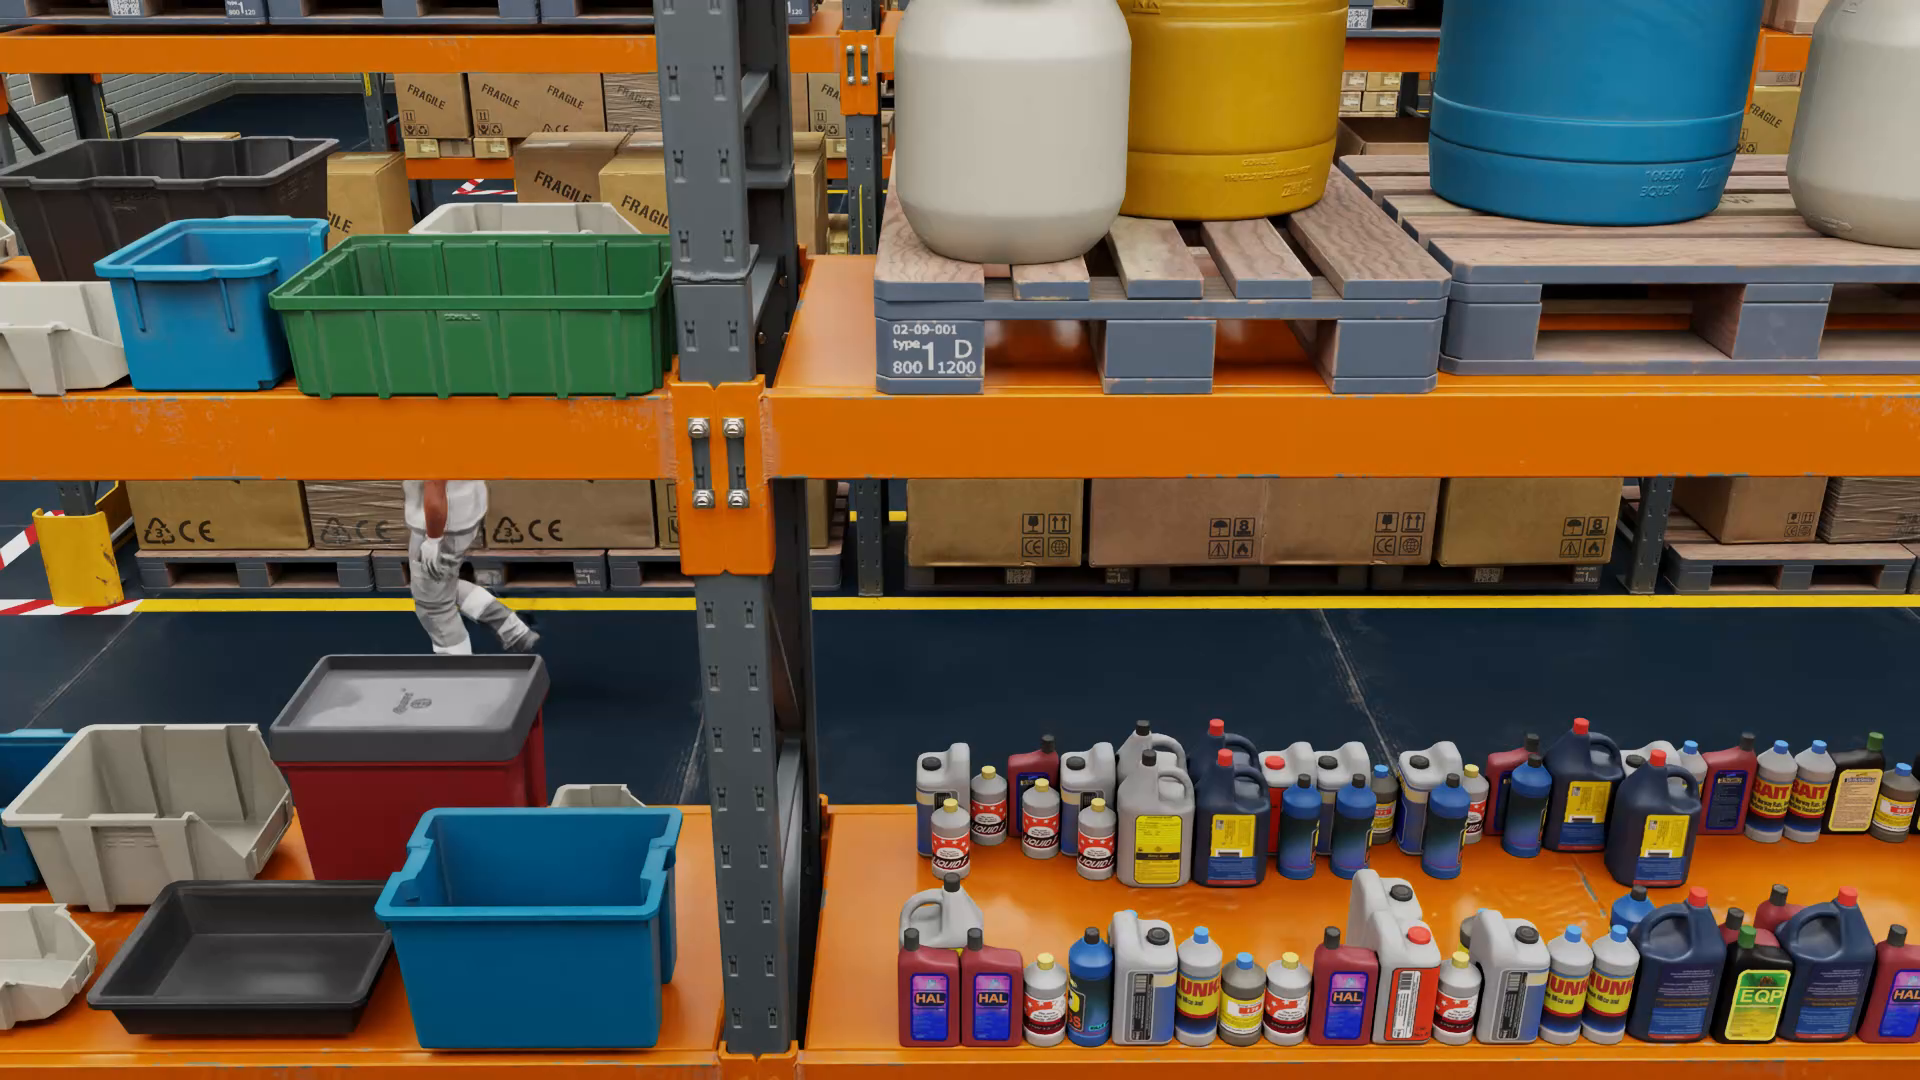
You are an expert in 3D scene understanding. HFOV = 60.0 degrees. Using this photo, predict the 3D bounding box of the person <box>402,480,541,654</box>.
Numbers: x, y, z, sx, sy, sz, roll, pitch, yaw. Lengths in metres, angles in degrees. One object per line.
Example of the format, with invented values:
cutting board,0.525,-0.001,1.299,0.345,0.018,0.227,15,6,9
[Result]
person,-2.185,-0.086,7.194,0.569,1.779,0.563,1,24,2
